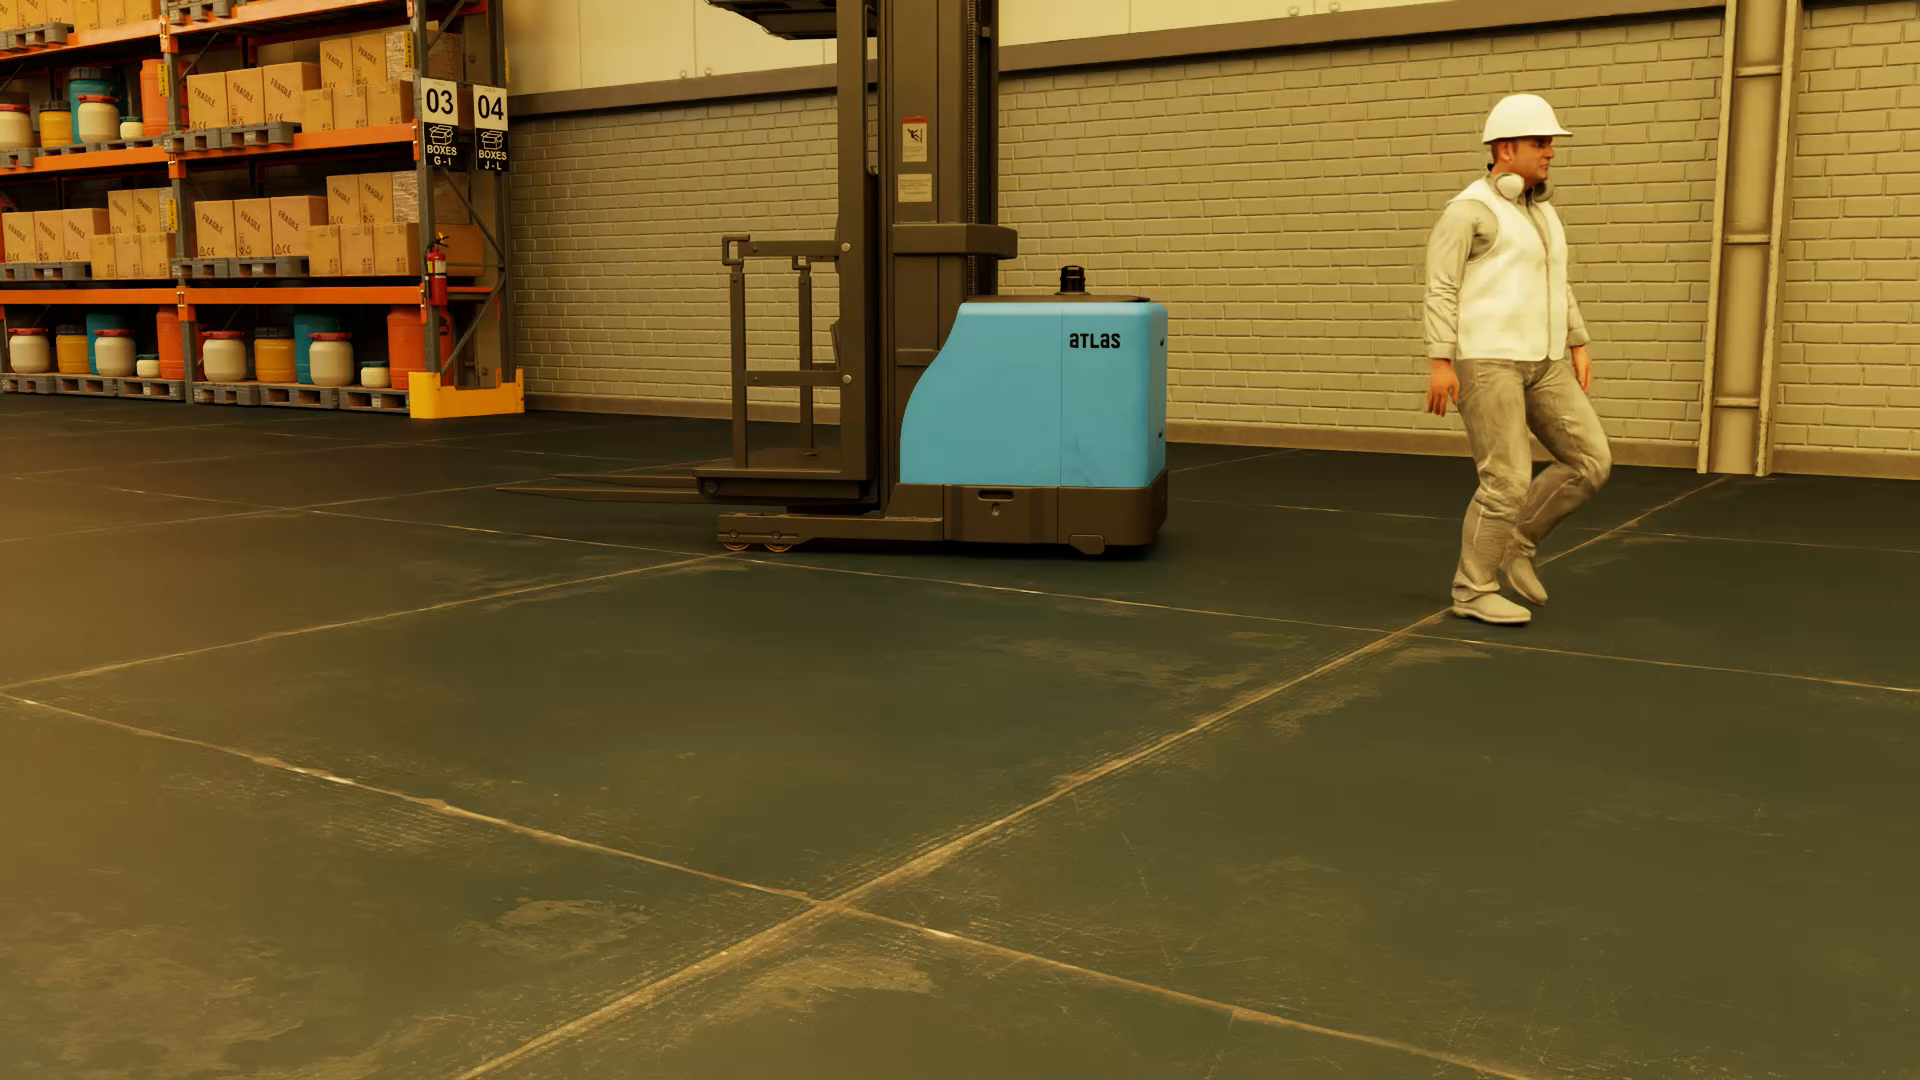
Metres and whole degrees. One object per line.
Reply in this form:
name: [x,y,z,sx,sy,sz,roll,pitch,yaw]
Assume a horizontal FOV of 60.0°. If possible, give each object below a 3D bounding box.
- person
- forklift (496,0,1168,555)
person: [1.889,-0.599,5.587,0.674,1.753,0.468,-6,10,-38]
forklift: [-0.596,-1.469,7.520,3.031,2.935,1.130,2,8,12]
